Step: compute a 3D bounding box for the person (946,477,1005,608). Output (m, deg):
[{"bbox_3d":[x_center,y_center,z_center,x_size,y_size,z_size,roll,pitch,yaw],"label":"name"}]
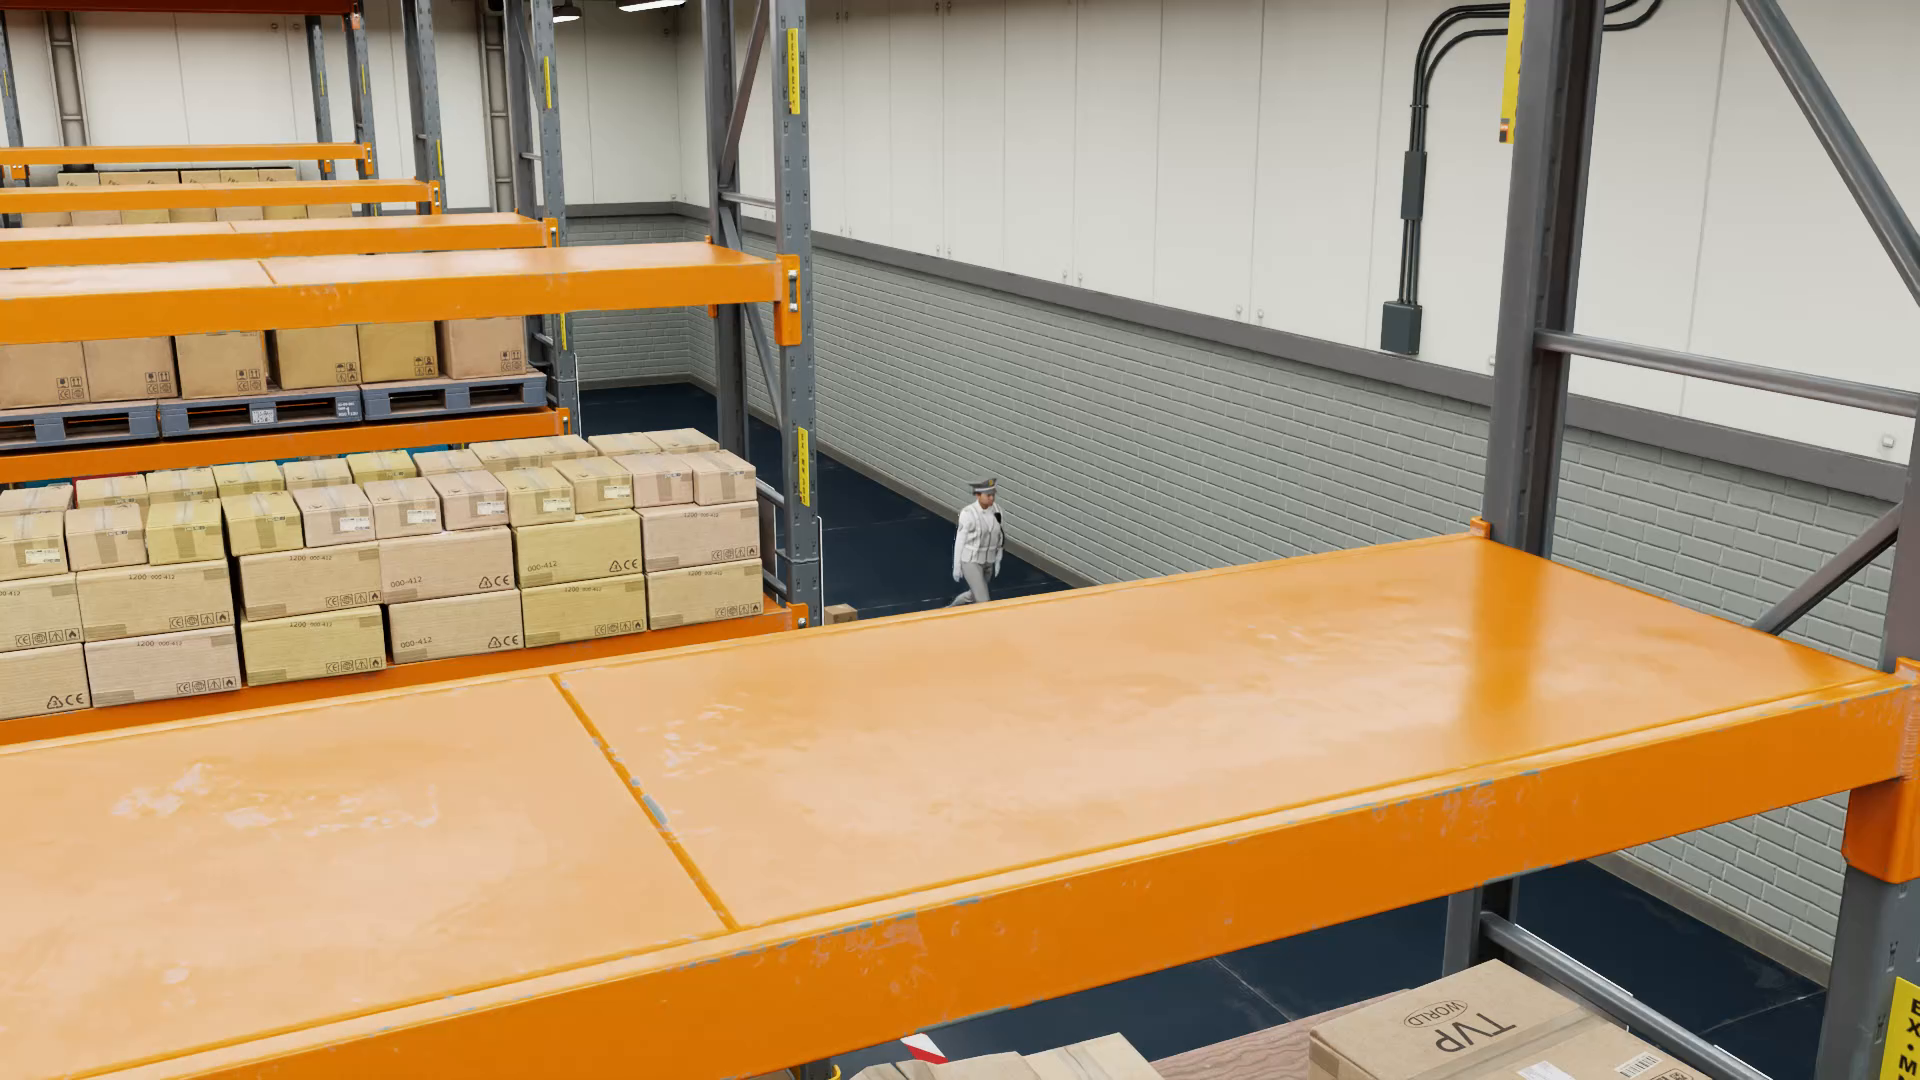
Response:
[{"bbox_3d":[0.153,0.180,15.123,0.487,1.612,1.001,-12,20,-38],"label":"person"}]
